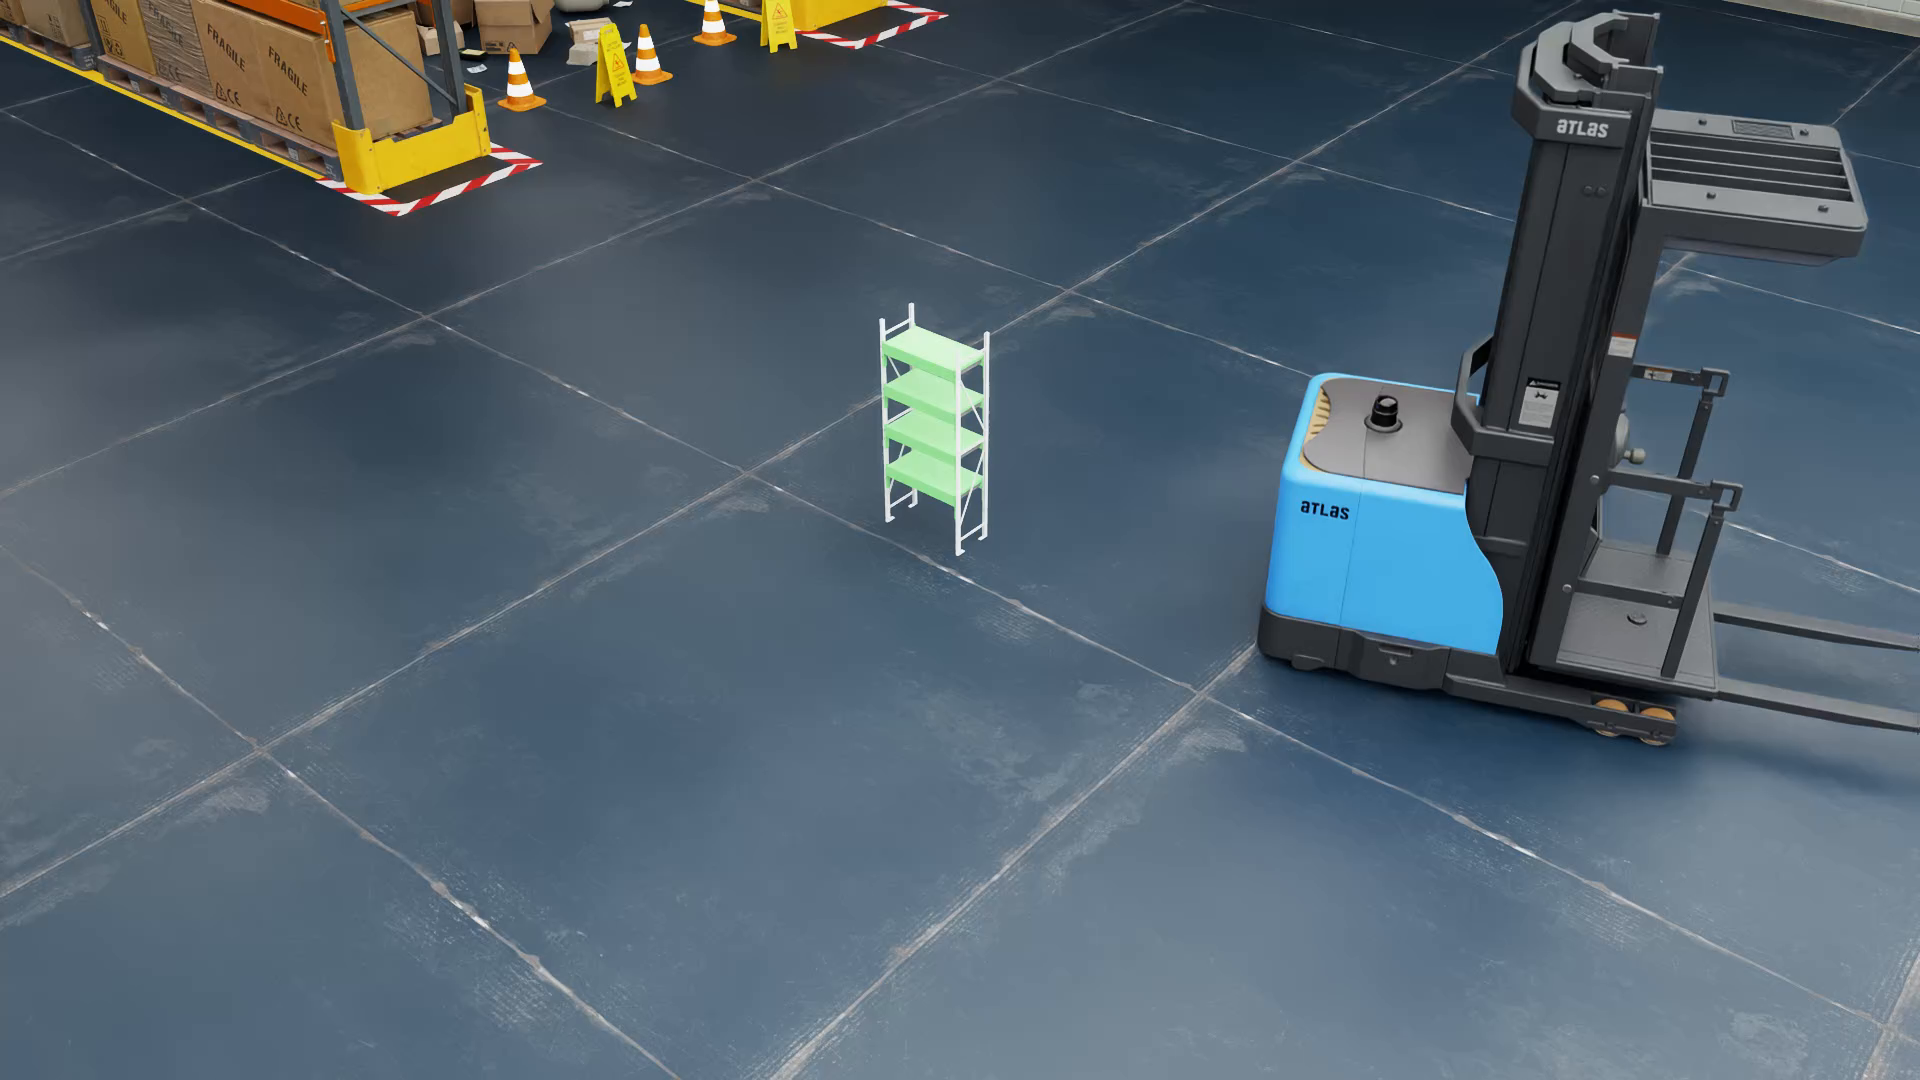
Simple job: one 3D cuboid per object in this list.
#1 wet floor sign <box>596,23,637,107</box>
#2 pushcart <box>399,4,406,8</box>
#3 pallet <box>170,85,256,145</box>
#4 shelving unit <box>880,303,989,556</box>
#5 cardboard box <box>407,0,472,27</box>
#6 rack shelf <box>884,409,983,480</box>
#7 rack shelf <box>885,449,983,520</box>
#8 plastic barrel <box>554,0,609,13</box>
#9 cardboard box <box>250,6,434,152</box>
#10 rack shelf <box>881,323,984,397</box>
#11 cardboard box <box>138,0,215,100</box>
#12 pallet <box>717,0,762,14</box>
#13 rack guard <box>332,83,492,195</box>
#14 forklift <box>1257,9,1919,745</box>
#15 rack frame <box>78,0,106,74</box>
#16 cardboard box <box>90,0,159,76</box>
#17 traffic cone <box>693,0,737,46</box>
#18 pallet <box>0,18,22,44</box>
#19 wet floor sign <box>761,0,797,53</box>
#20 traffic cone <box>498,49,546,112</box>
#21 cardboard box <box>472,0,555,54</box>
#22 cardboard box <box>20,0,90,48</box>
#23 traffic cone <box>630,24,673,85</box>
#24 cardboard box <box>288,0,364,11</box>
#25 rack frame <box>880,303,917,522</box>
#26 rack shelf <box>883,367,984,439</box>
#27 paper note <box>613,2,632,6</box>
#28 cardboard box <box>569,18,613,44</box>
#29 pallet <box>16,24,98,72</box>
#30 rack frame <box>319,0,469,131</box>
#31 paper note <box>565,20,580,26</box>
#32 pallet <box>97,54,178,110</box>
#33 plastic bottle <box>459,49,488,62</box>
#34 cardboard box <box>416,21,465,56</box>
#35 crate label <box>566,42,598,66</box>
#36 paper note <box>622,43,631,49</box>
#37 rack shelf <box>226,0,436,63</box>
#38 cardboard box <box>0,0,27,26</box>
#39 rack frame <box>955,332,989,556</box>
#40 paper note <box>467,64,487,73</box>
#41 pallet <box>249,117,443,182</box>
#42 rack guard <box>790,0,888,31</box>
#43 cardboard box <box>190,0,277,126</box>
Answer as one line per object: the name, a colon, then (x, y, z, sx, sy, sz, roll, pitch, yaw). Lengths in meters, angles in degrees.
wet floor sign: (-2.940, -4.026, 14.043, 0.232, 0.644, 0.267, 18, 38, 24)
pushcart: (-5.634, -5.694, 16.708, 0.936, 0.377, 1.648, 12, 36, 16)
pallet: (-5.827, -3.694, 13.942, 1.213, 0.211, 1.003, 25, 42, 32)
shelving unit: (-0.127, -0.555, 8.498, 0.503, 1.200, 0.258, 25, 42, 32)
cardboard box: (-4.834, -5.233, 15.805, 0.503, 0.637, 0.797, 25, 42, 32)
rack shelf: (-0.127, -0.502, 8.534, 0.480, 0.148, 0.258, 25, 42, 32)
rack shelf: (-0.127, -0.304, 8.670, 0.480, 0.148, 0.258, 25, 42, 32)
plastic barrel: (-3.696, -5.364, 16.186, 0.512, 0.421, 0.421, -6, 35, -8)
cardboard box: (-4.793, -3.660, 12.936, 0.875, 0.875, 0.875, 26, 42, 32)
rack shelf: (-0.127, -0.898, 8.262, 0.480, 0.148, 0.258, 25, 42, 32)
cardboard box: (-6.170, -4.309, 13.880, 0.875, 0.875, 0.875, 26, 42, 32)
pallet: (-1.800, -5.524, 16.607, 1.213, 0.211, 1.003, 25, 42, 32)
rack guard: (-4.211, -3.107, 12.832, 0.348, 0.500, 1.175, 25, 42, 32)
forklift: (2.987, -0.632, 7.081, 3.031, 2.935, 1.130, 10, 36, 15)
rack frame: (-7.303, -5.595, 14.247, 0.127, 3.000, 1.000, 25, 42, 32)
cardboard box: (-6.865, -4.634, 14.354, 0.875, 0.875, 0.875, 26, 42, 32)
traffic cone: (-2.296, -4.885, 15.454, 0.334, 0.463, 0.336, 25, 42, 32)
pallet: (-8.887, -5.134, 16.039, 1.213, 0.211, 1.003, 25, 42, 32)
wet floor sign: (-1.679, -4.831, 15.215, 0.267, 0.644, 0.232, -18, 38, -25)
traffic cone: (-3.729, -3.910, 14.035, 0.334, 0.463, 0.336, 25, 42, 32)
cardboard box: (-4.110, -4.842, 15.356, 0.637, 0.503, 0.797, 0, 34, 0)
cardboard box: (-7.838, -5.026, 15.035, 0.750, 0.750, 1.050, 25, 42, 32)
traffic cone: (-2.745, -4.279, 14.572, 0.334, 0.463, 0.336, 25, 42, 32)
cardboard box: (-4.544, -4.322, 12.262, 0.550, 0.550, 0.875, 25, 42, 32)
rack frame: (-0.315, -0.643, 8.626, 0.015, 1.200, 0.240, 25, 42, 32)
rack shelf: (-0.127, -0.700, 8.398, 0.480, 0.148, 0.258, 25, 42, 32)
paper note: (-3.334, -5.311, 16.456, 0.148, 0.019, 0.142, 12, 36, 16)
cardboard box: (-3.439, -4.757, 15.545, 0.380, 0.149, 0.250, -12, 36, -17)
pallet: (-7.945, -4.692, 15.396, 1.213, 0.211, 1.003, 25, 42, 32)
rack frame: (-4.229, -4.146, 12.137, 0.127, 3.000, 1.000, 25, 42, 32)
paper note: (-3.697, -4.957, 15.951, 0.148, 0.019, 0.142, -18, 38, -25)
pallet: (-6.769, -4.136, 14.586, 1.213, 0.211, 1.003, 25, 42, 32)
plastic bottle: (-4.448, -4.409, 15.116, 0.283, 0.061, 0.133, 12, 36, 16)
cardboard box: (-4.804, -4.646, 15.281, 0.396, 0.266, 0.258, -26, 42, -32)
crate label: (-3.389, -4.402, 15.039, 0.298, 0.136, 0.250, 6, 35, 8)
paper note: (-3.140, -4.589, 15.405, 0.142, 0.019, 0.148, 12, 36, 16)
rack shelf: (-5.766, -4.574, 13.396, 4.000, 0.370, 1.077, 25, 42, 32)
cardboard box: (-8.577, -5.377, 15.547, 0.750, 0.750, 1.050, 25, 42, 32)
rack frame: (0.060, -0.466, 8.369, 0.015, 1.200, 0.240, 25, 42, 32)
paper note: (-4.316, -4.213, 14.859, 0.144, 0.017, 0.142, -18, 38, -25)
pallet: (-4.894, -3.252, 13.299, 1.213, 0.211, 1.003, 25, 42, 32)
rack guard: (-1.198, -5.333, 16.074, 0.348, 0.500, 1.175, 25, 42, 32)
cardboard box: (-5.470, -3.978, 13.398, 0.875, 0.875, 0.875, 25, 41, 31)
